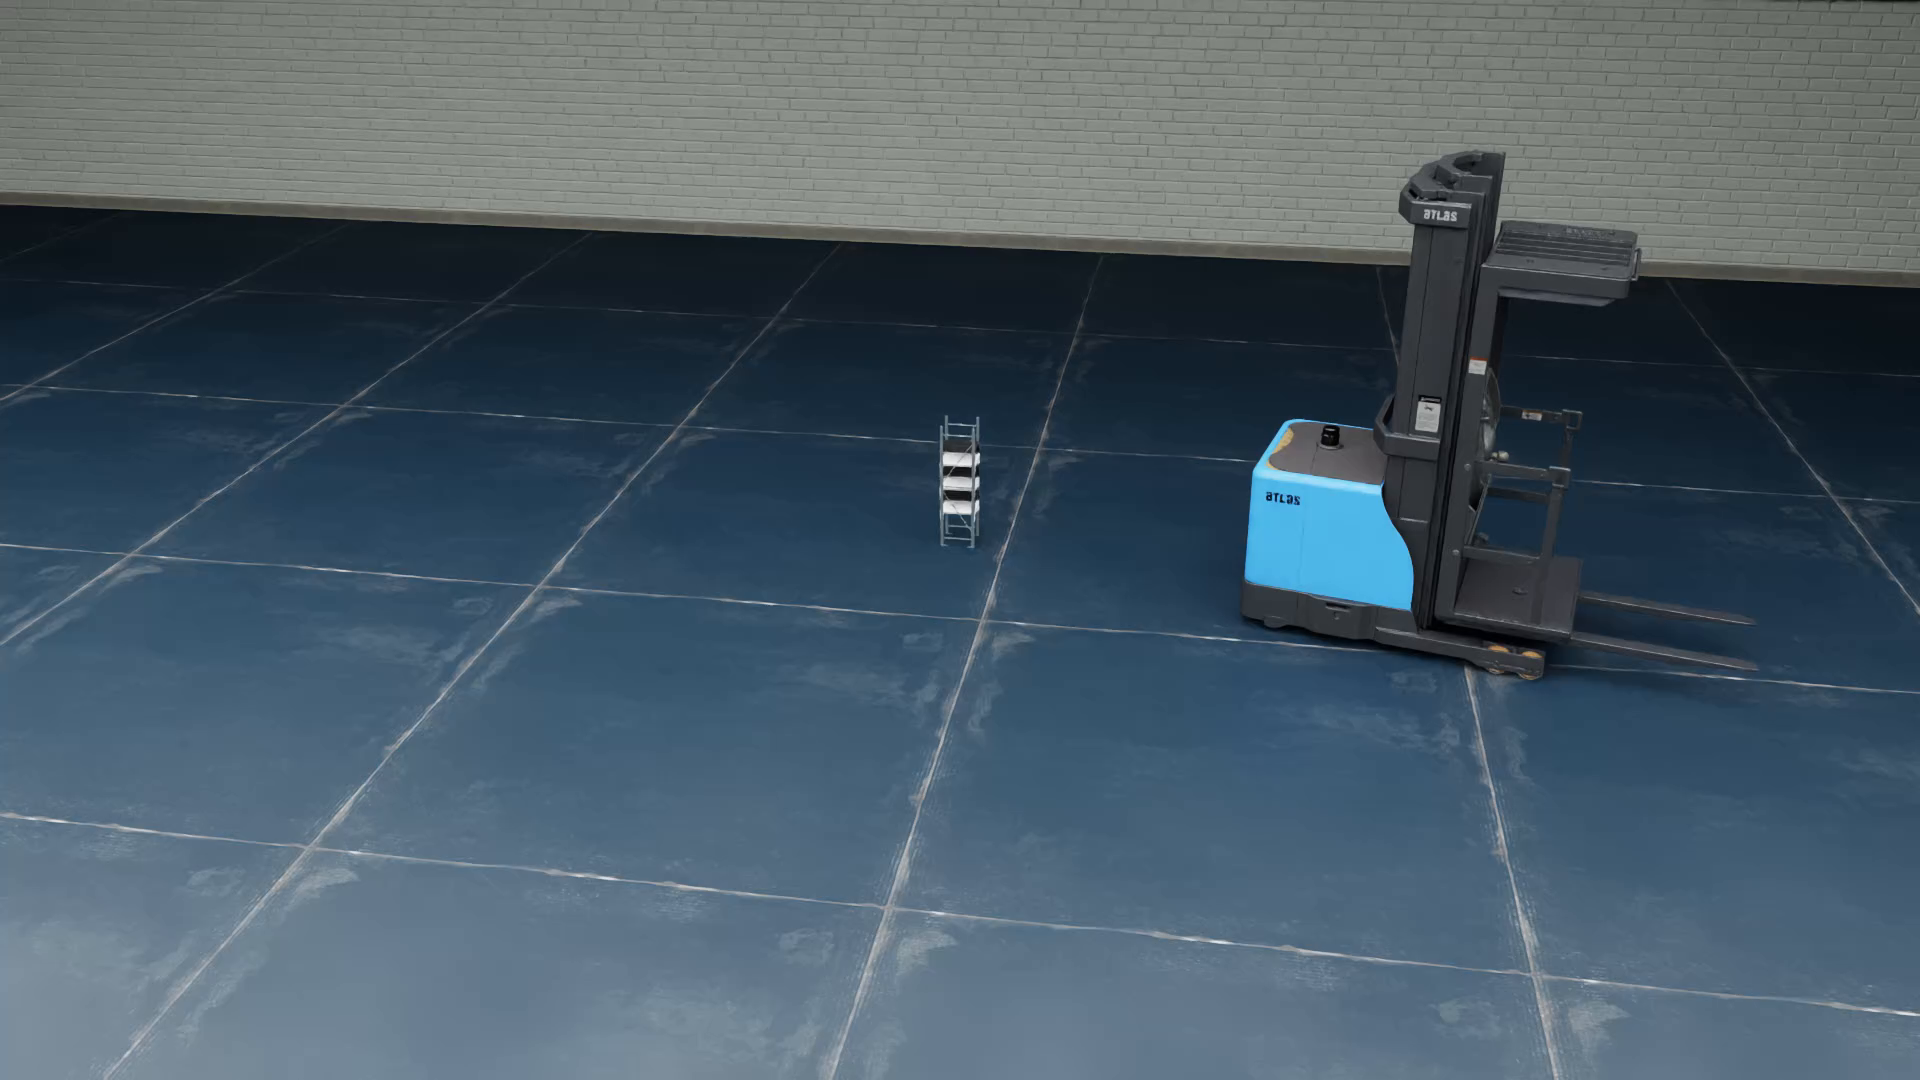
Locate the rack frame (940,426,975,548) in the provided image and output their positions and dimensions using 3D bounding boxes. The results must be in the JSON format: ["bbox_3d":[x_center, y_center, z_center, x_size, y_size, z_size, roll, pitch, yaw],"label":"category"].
[{"bbox_3d":[-0.018,-0.362,11.505,0.240,0.900,0.006,4,25,9],"label":"rack frame"}]

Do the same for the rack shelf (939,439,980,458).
[{"bbox_3d":[-0.001,-0.619,11.496,0.258,0.077,0.200,4,25,9],"label":"rack shelf"}]

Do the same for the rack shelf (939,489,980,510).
[{"bbox_3d":[-0.001,-0.292,11.649,0.258,0.077,0.200,4,25,9],"label":"rack shelf"}]

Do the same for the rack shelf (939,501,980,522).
[{"bbox_3d":[-0.001,-0.211,11.687,0.258,0.077,0.200,4,25,9],"label":"rack shelf"}]

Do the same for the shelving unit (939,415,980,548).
[{"bbox_3d":[-0.001,-0.404,11.596,0.258,0.900,0.210,4,25,9],"label":"shelving unit"}]

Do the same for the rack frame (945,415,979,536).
[{"bbox_3d":[0.015,-0.447,11.687,0.240,0.900,0.006,4,25,9],"label":"rack frame"}]

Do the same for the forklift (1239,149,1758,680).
[{"bbox_3d":[3.359,-0.744,9.926,3.031,2.935,1.130,10,27,20],"label":"forklift"}]

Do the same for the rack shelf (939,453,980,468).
[{"bbox_3d":[-0.001,-0.537,11.534,0.258,0.077,0.200,4,25,9],"label":"rack shelf"}]

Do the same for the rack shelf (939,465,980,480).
[{"bbox_3d":[-0.001,-0.455,11.572,0.258,0.077,0.200,4,25,9],"label":"rack shelf"}]

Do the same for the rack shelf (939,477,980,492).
[{"bbox_3d":[-0.001,-0.374,11.610,0.258,0.077,0.200,4,25,9],"label":"rack shelf"}]
